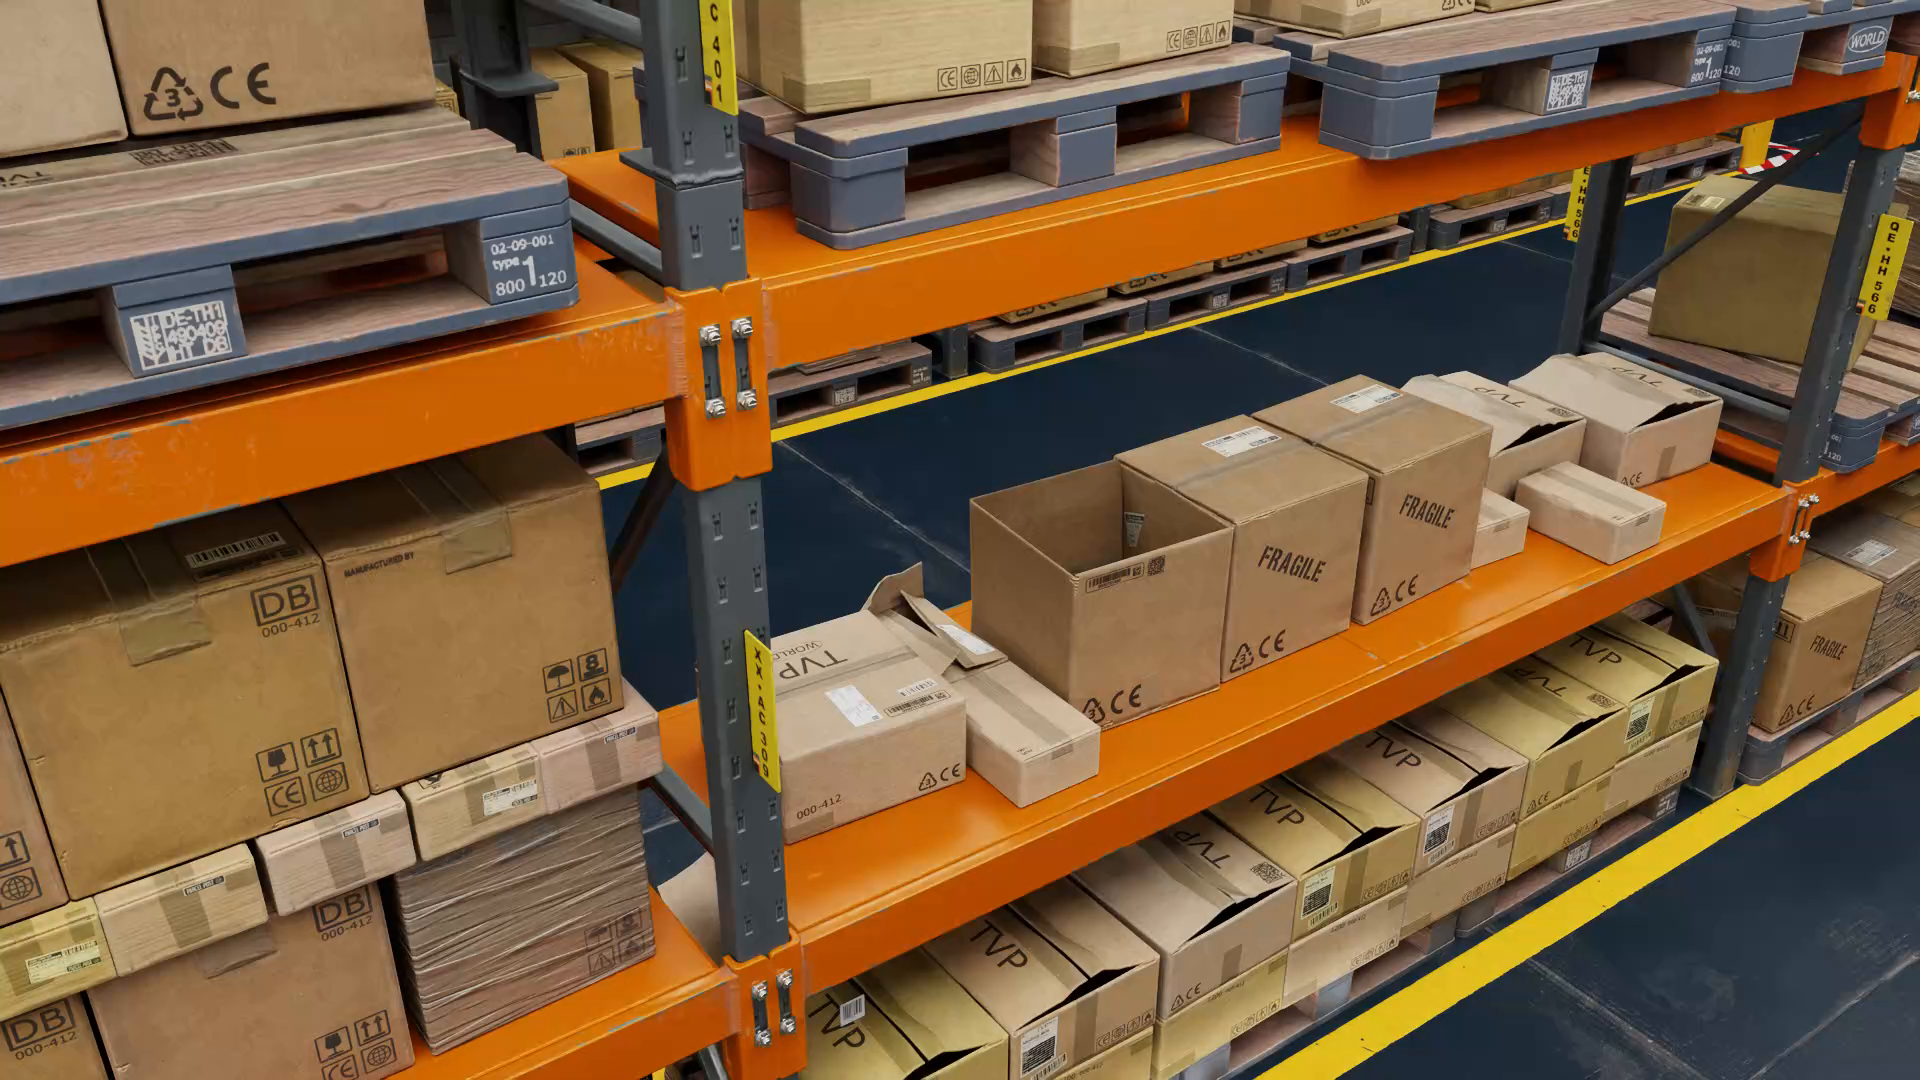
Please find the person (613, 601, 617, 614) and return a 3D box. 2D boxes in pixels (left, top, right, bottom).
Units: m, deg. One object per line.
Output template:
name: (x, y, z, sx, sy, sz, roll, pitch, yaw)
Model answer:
person: (-1.721, 0.301, 6.641, 0.574, 0.811, 0.940, -19, 34, -32)
